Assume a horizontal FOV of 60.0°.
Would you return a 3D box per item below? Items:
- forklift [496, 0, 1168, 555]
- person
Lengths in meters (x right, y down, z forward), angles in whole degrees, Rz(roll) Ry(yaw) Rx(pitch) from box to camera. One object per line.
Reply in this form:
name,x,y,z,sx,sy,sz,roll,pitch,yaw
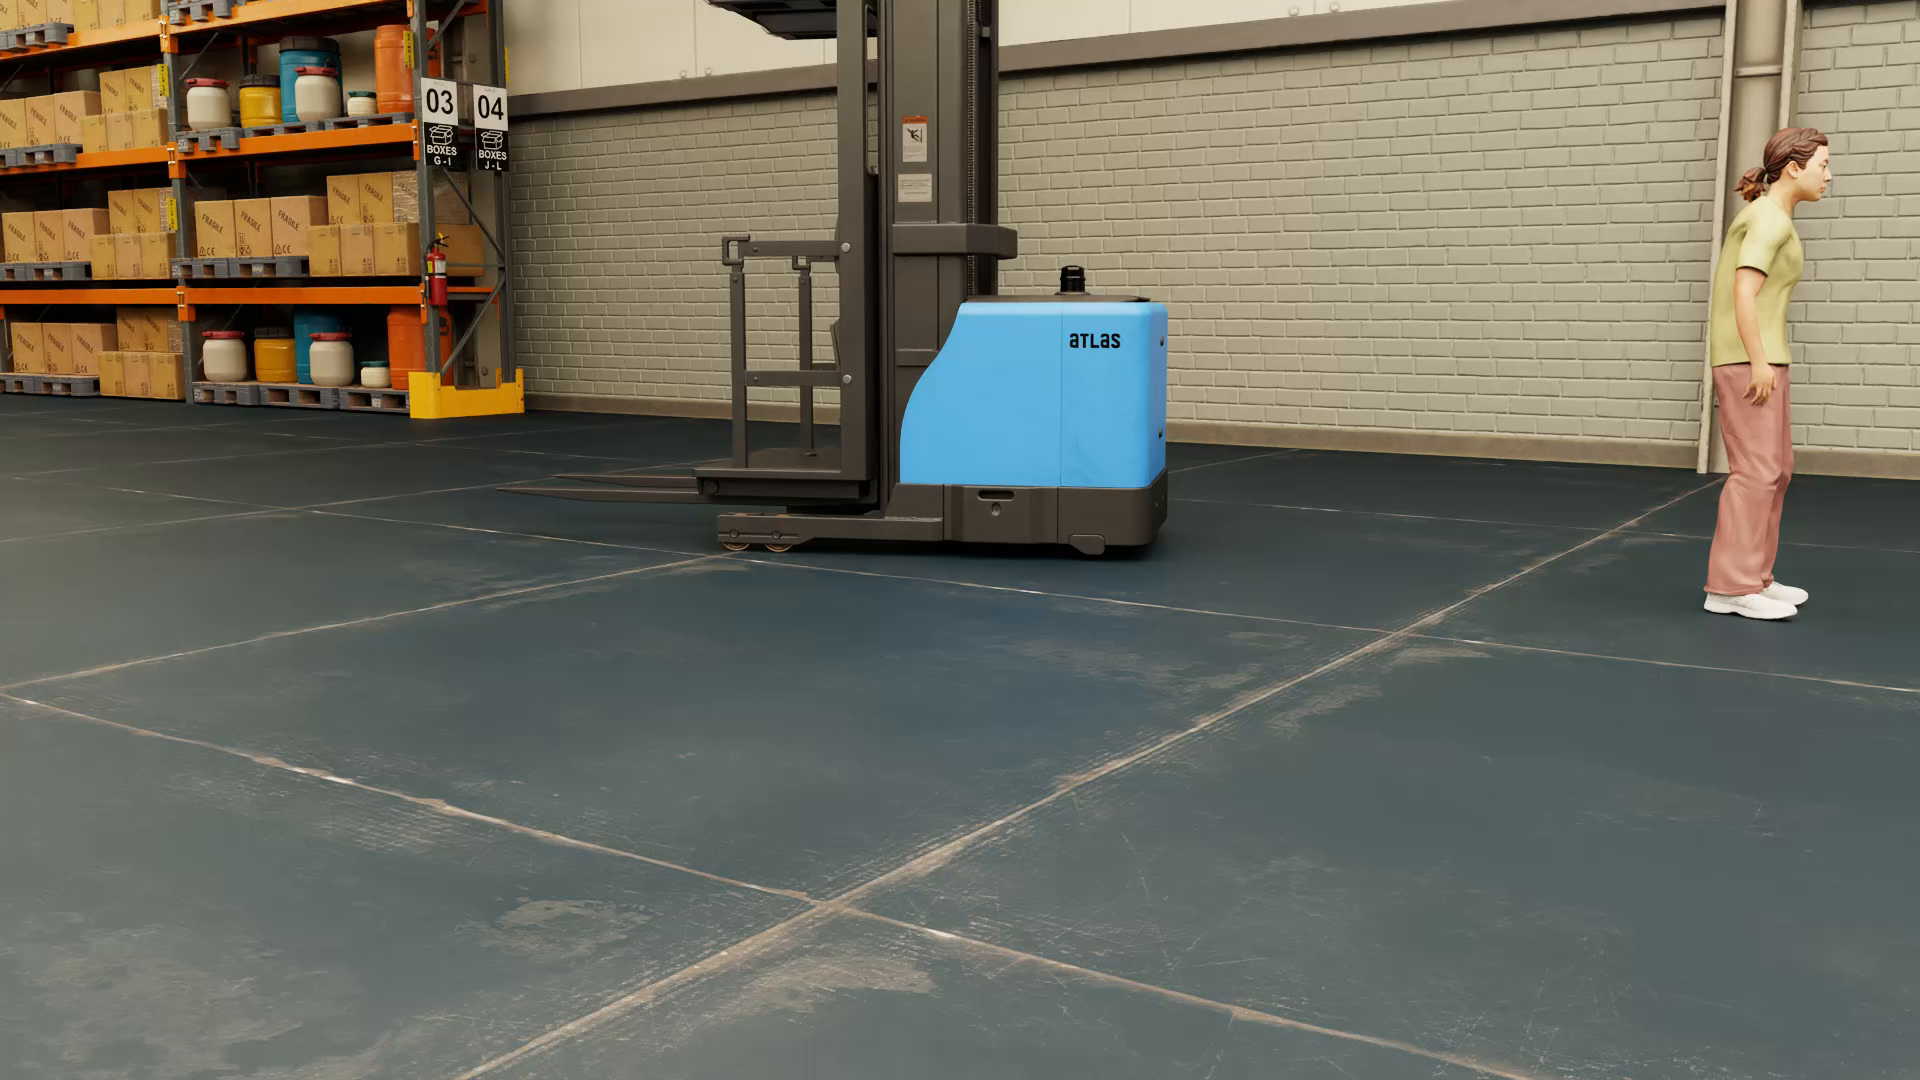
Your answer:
forklift,-0.596,-1.469,7.520,3.031,2.935,1.130,2,8,12
person,2.806,-0.587,5.801,0.365,1.671,0.520,5,9,29
